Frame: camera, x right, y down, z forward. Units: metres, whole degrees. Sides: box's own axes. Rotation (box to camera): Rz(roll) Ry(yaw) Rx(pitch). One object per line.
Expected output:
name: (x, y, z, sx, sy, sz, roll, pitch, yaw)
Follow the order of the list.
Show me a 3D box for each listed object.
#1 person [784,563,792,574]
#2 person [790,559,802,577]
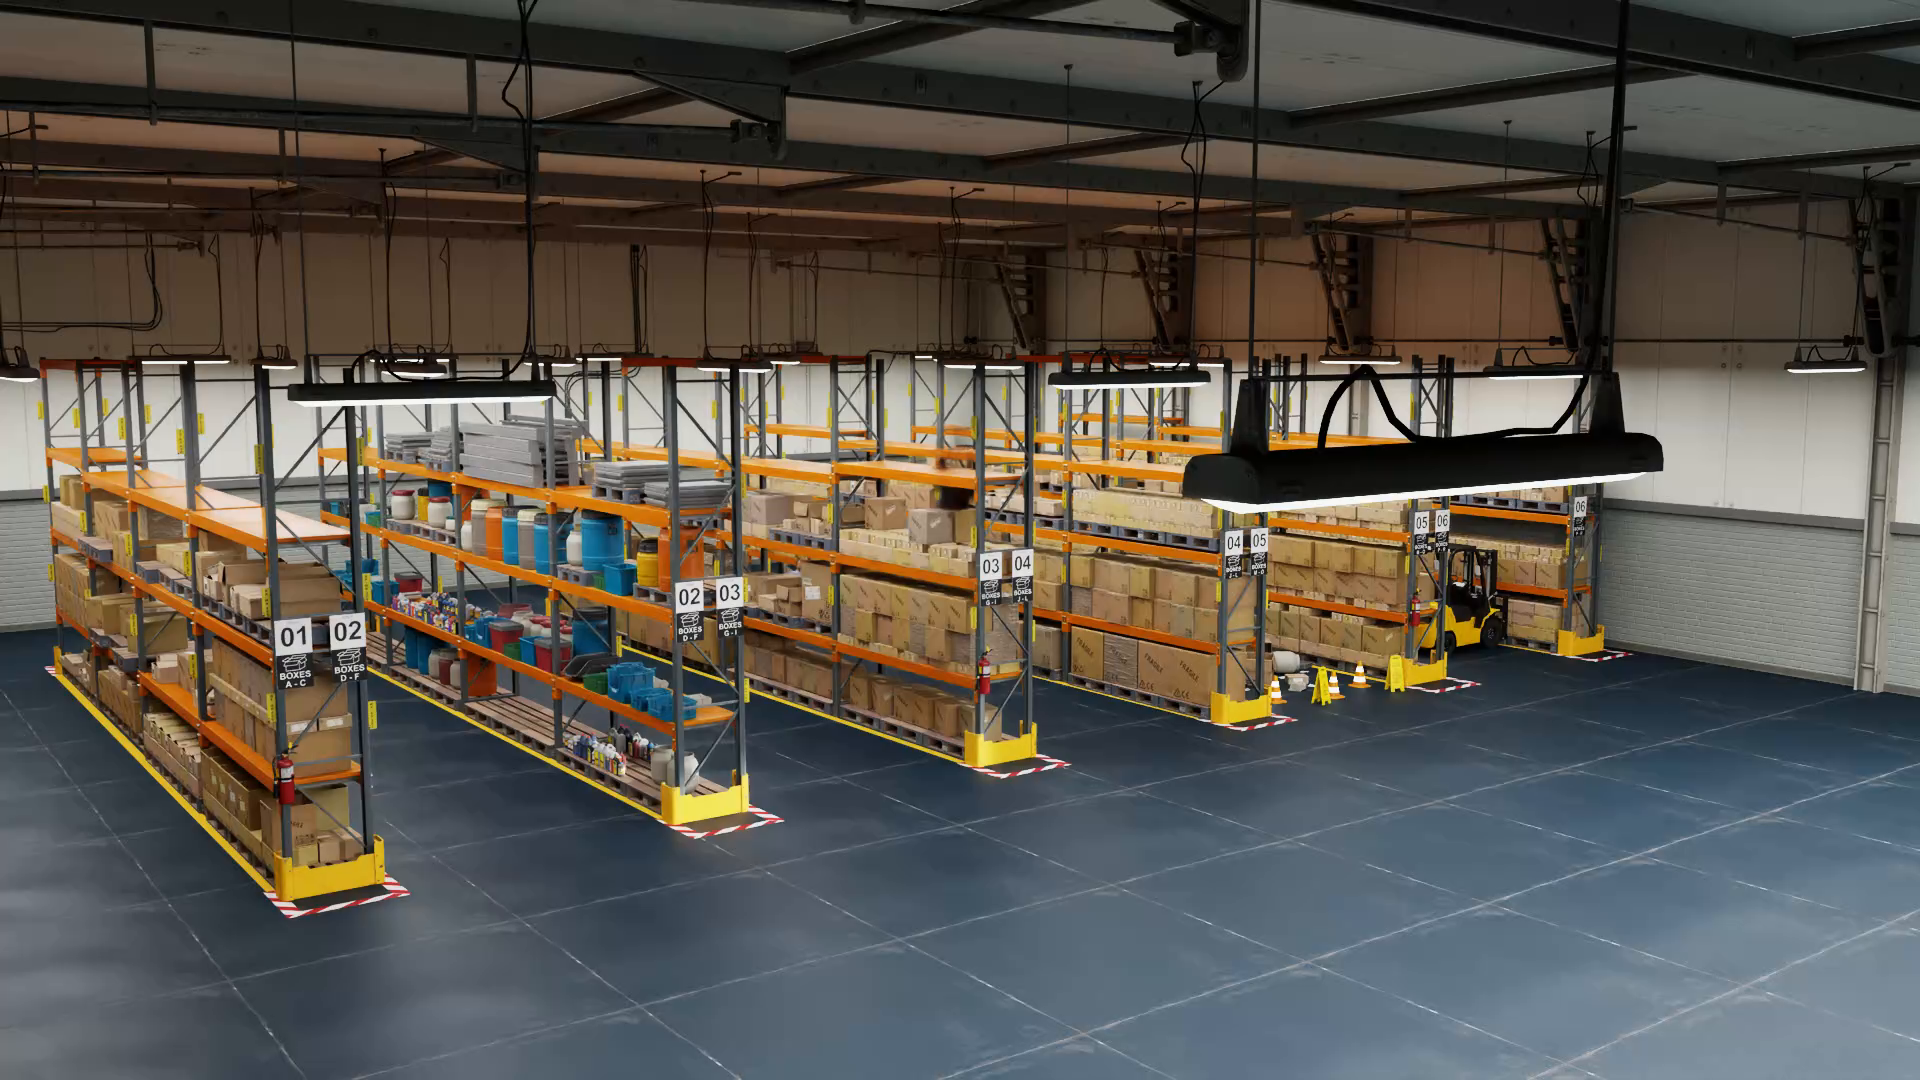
person: (-4.471, 0.393, 42.302, 0.826, 1.789, 0.678, -7, 10, -44)
person: (-3.458, 1.221, 36.044, 0.603, 1.629, 0.624, -4, 8, -30)
